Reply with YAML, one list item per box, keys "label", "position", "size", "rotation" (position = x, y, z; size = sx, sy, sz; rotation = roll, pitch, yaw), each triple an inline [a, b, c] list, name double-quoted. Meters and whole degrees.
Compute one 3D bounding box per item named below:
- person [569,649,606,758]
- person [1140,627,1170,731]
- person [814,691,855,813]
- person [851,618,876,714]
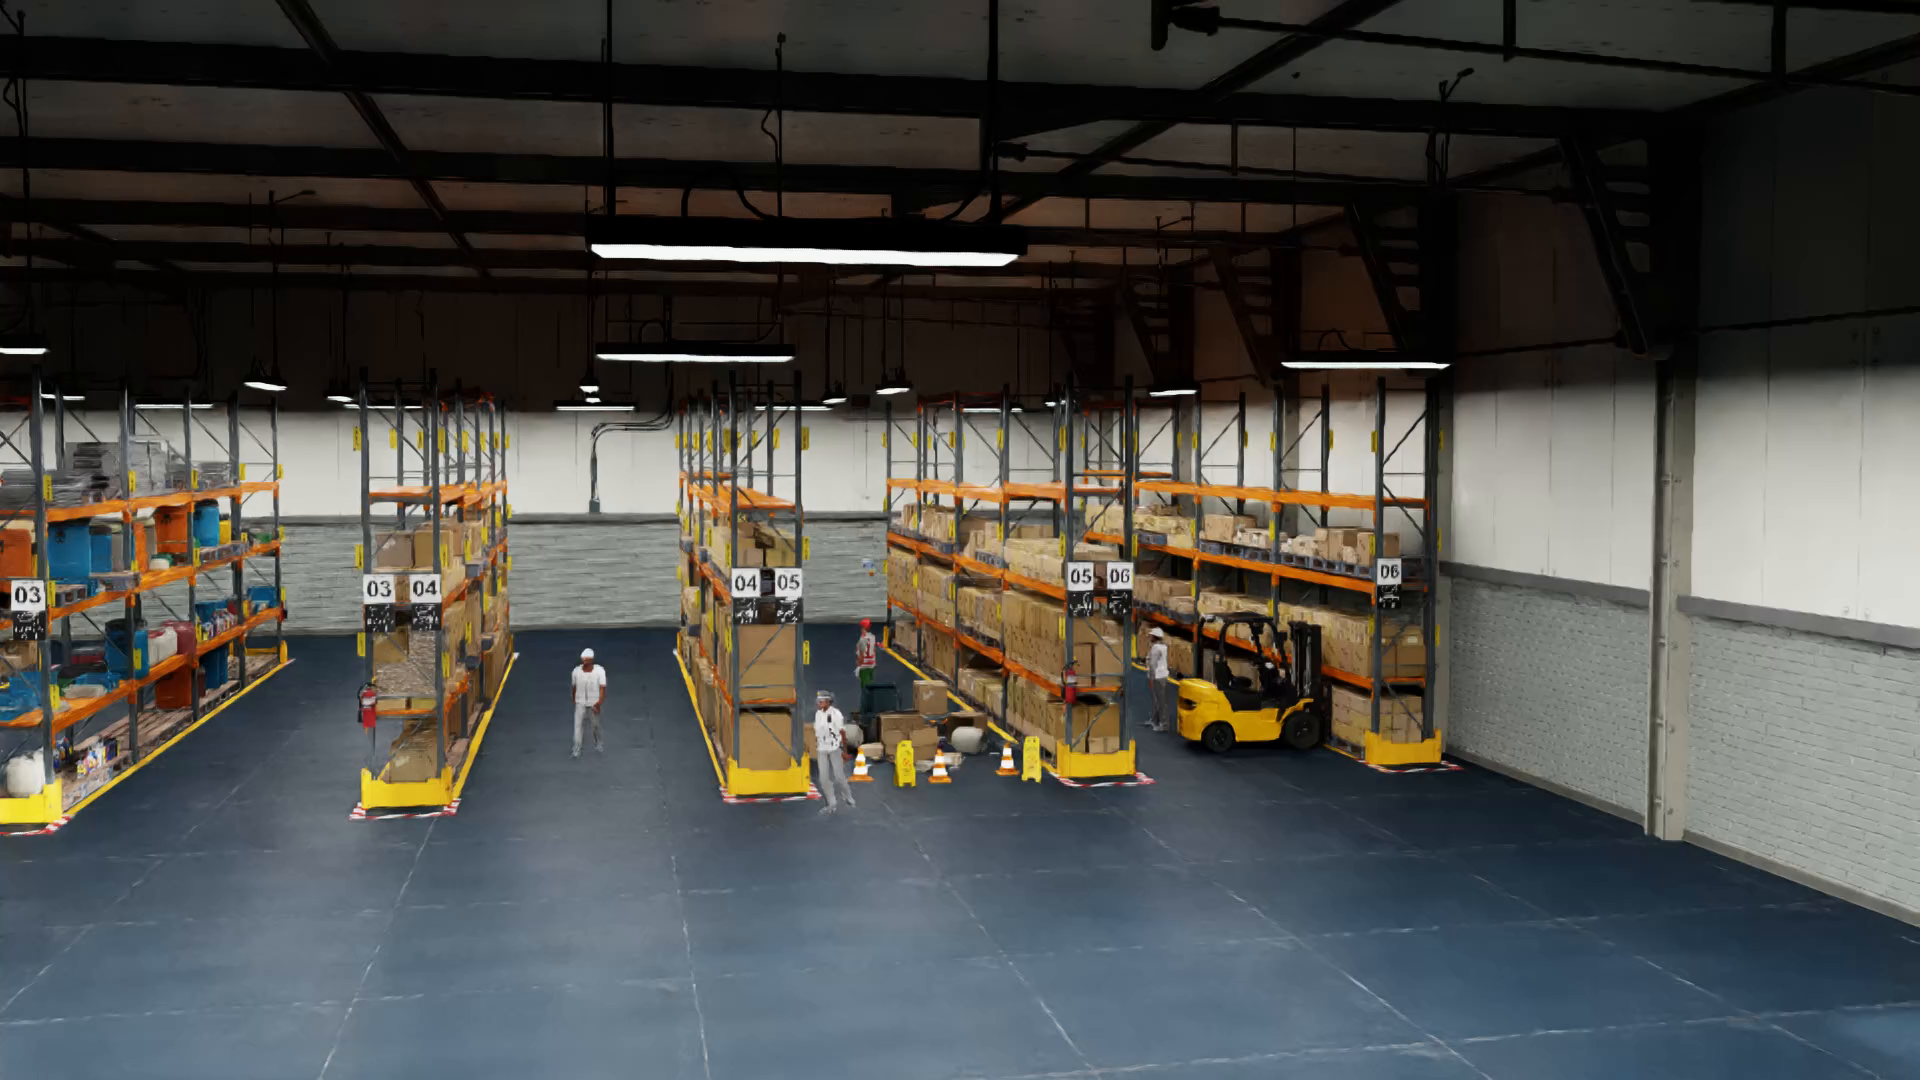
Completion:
- label: "person"
  position: [-5.890, 2.569, 26.383]
  size: [0.571, 1.705, 1.043]
  rotation: [0, 3, -3]
- label: "person"
  position: [3.458, 2.386, 28.820]
  size: [0.428, 1.768, 0.626]
  rotation: [1, 4, 19]
- label: "person"
  position: [-1.698, 2.837, 22.475]
  size: [0.520, 1.663, 0.542]
  rotation: [2, 4, 24]
- label: "person"
  position: [-1.733, 2.305, 30.098]
  size: [0.549, 1.784, 0.646]
  rotation: [1, 4, 17]
